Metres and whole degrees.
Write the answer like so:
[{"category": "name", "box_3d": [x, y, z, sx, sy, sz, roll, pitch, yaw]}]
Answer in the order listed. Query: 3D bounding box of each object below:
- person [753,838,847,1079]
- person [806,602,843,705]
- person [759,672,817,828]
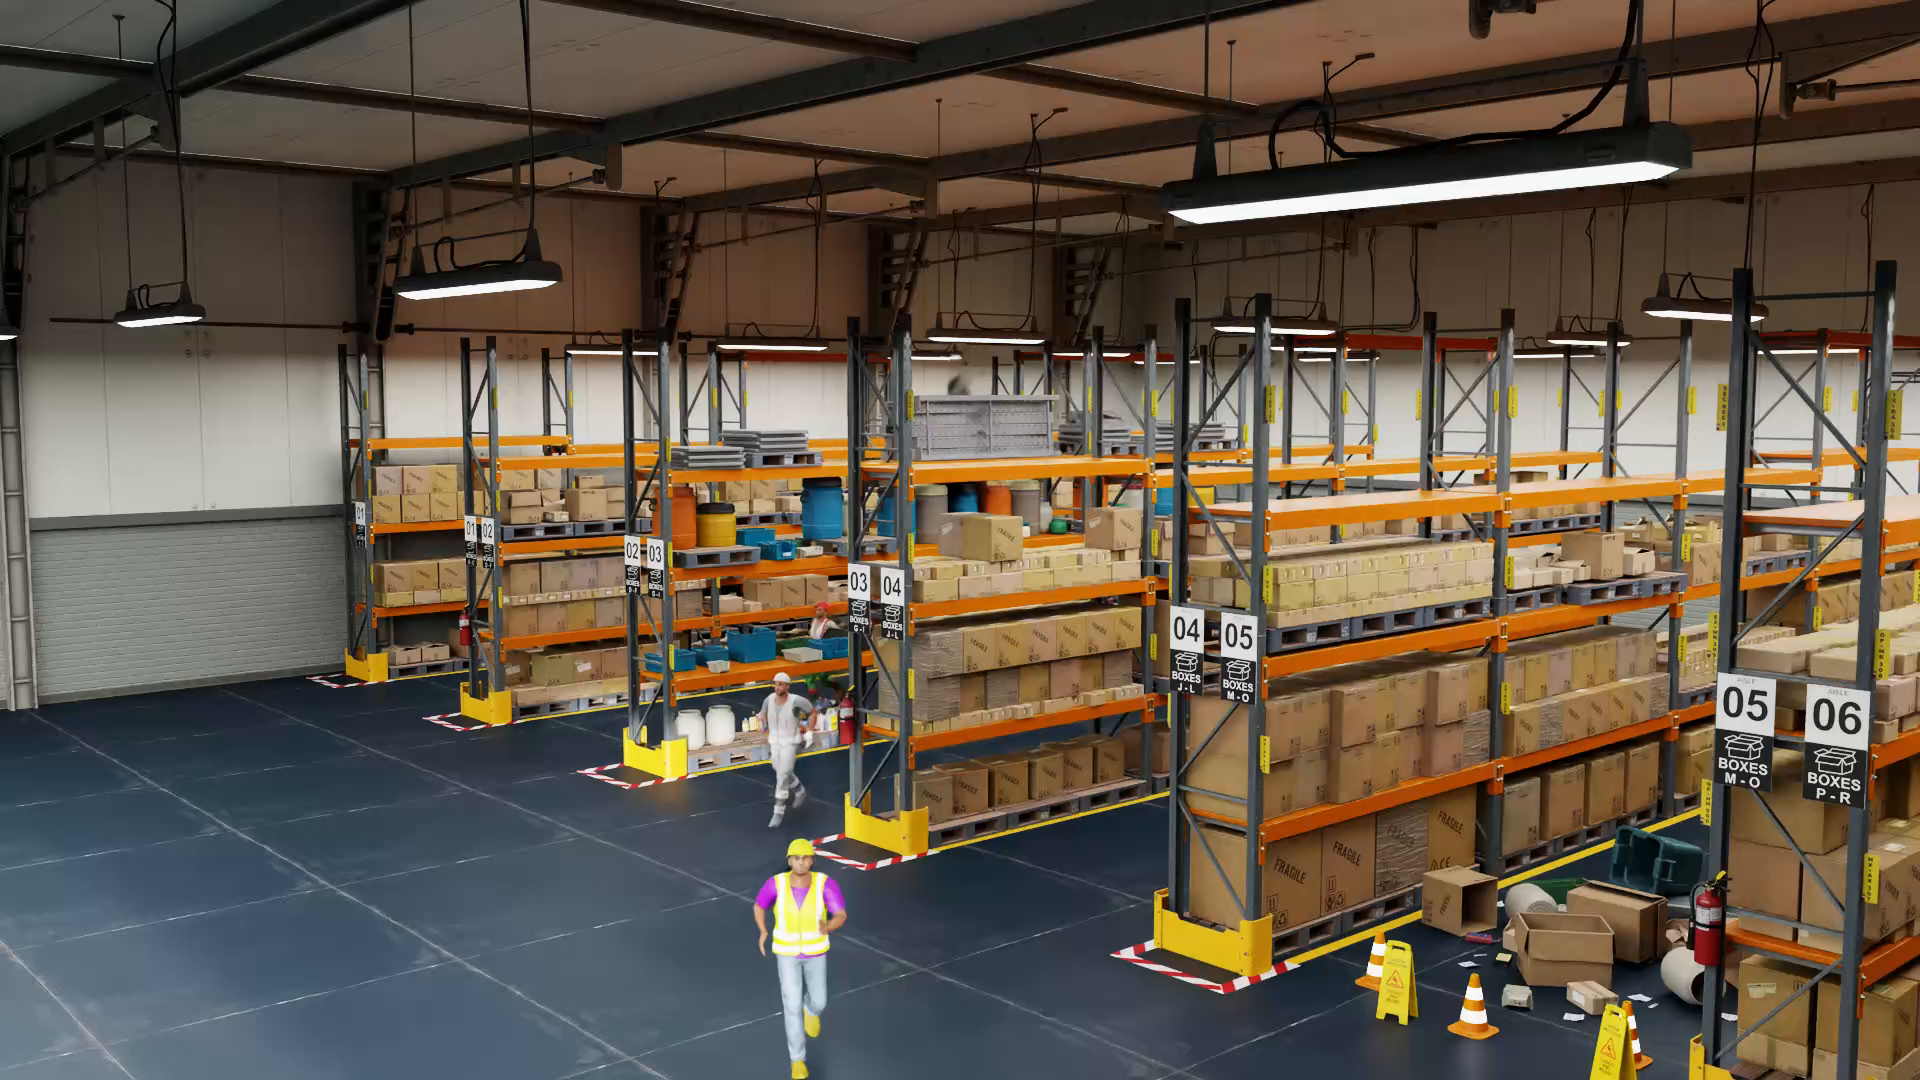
[{"category": "person", "box_3d": [-1.222, 3.152, 12.764, 0.714, 1.744, 0.901, -1, 5, -8]}, {"category": "person", "box_3d": [-2.263, 1.874, 27.036, 0.663, 1.748, 0.730, 4, 6, 36]}, {"category": "person", "box_3d": [-2.114, 2.477, 20.073, 0.688, 1.797, 0.962, 3, 6, 26]}]
